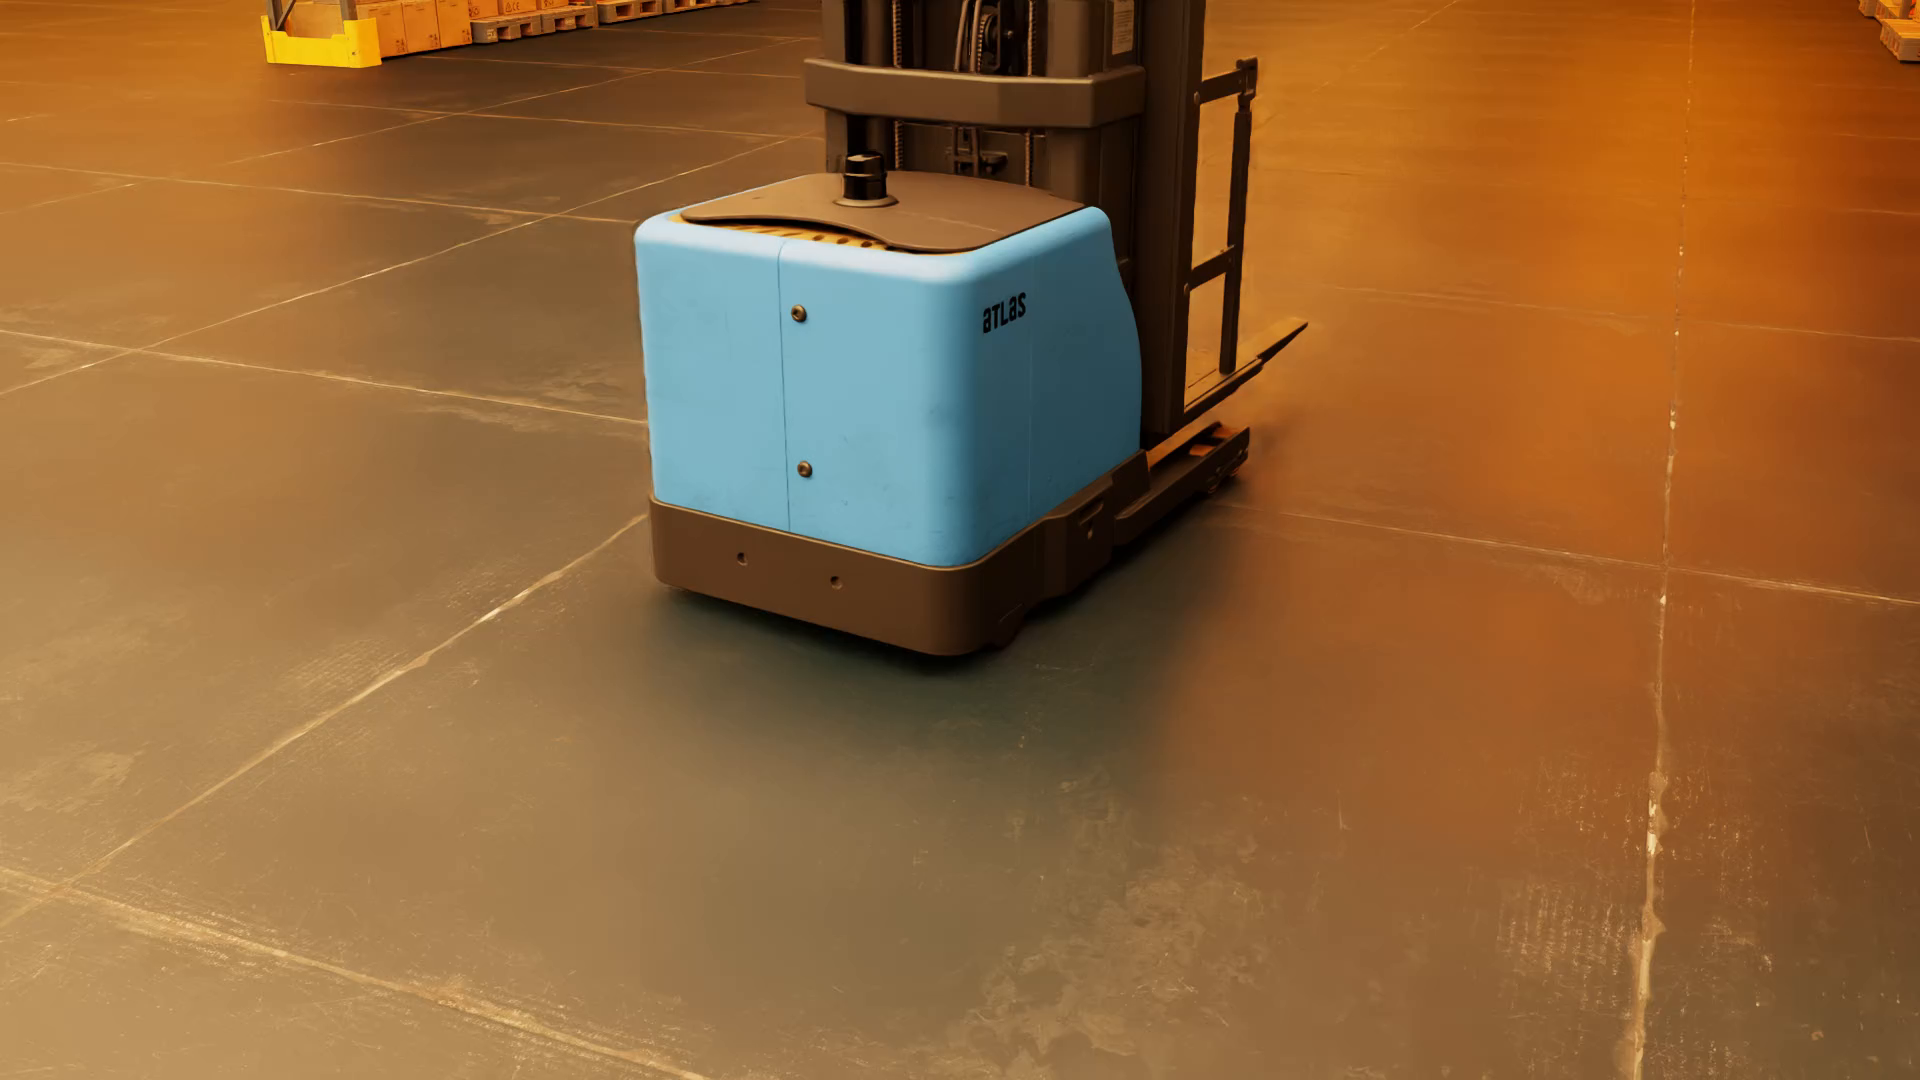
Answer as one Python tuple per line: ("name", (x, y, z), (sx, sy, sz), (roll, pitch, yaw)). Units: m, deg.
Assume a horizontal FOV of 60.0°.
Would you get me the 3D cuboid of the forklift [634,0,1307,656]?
("forklift", (0.321, -1.582, 5.078), (1.130, 2.935, 3.031), (13, 26, 28))
